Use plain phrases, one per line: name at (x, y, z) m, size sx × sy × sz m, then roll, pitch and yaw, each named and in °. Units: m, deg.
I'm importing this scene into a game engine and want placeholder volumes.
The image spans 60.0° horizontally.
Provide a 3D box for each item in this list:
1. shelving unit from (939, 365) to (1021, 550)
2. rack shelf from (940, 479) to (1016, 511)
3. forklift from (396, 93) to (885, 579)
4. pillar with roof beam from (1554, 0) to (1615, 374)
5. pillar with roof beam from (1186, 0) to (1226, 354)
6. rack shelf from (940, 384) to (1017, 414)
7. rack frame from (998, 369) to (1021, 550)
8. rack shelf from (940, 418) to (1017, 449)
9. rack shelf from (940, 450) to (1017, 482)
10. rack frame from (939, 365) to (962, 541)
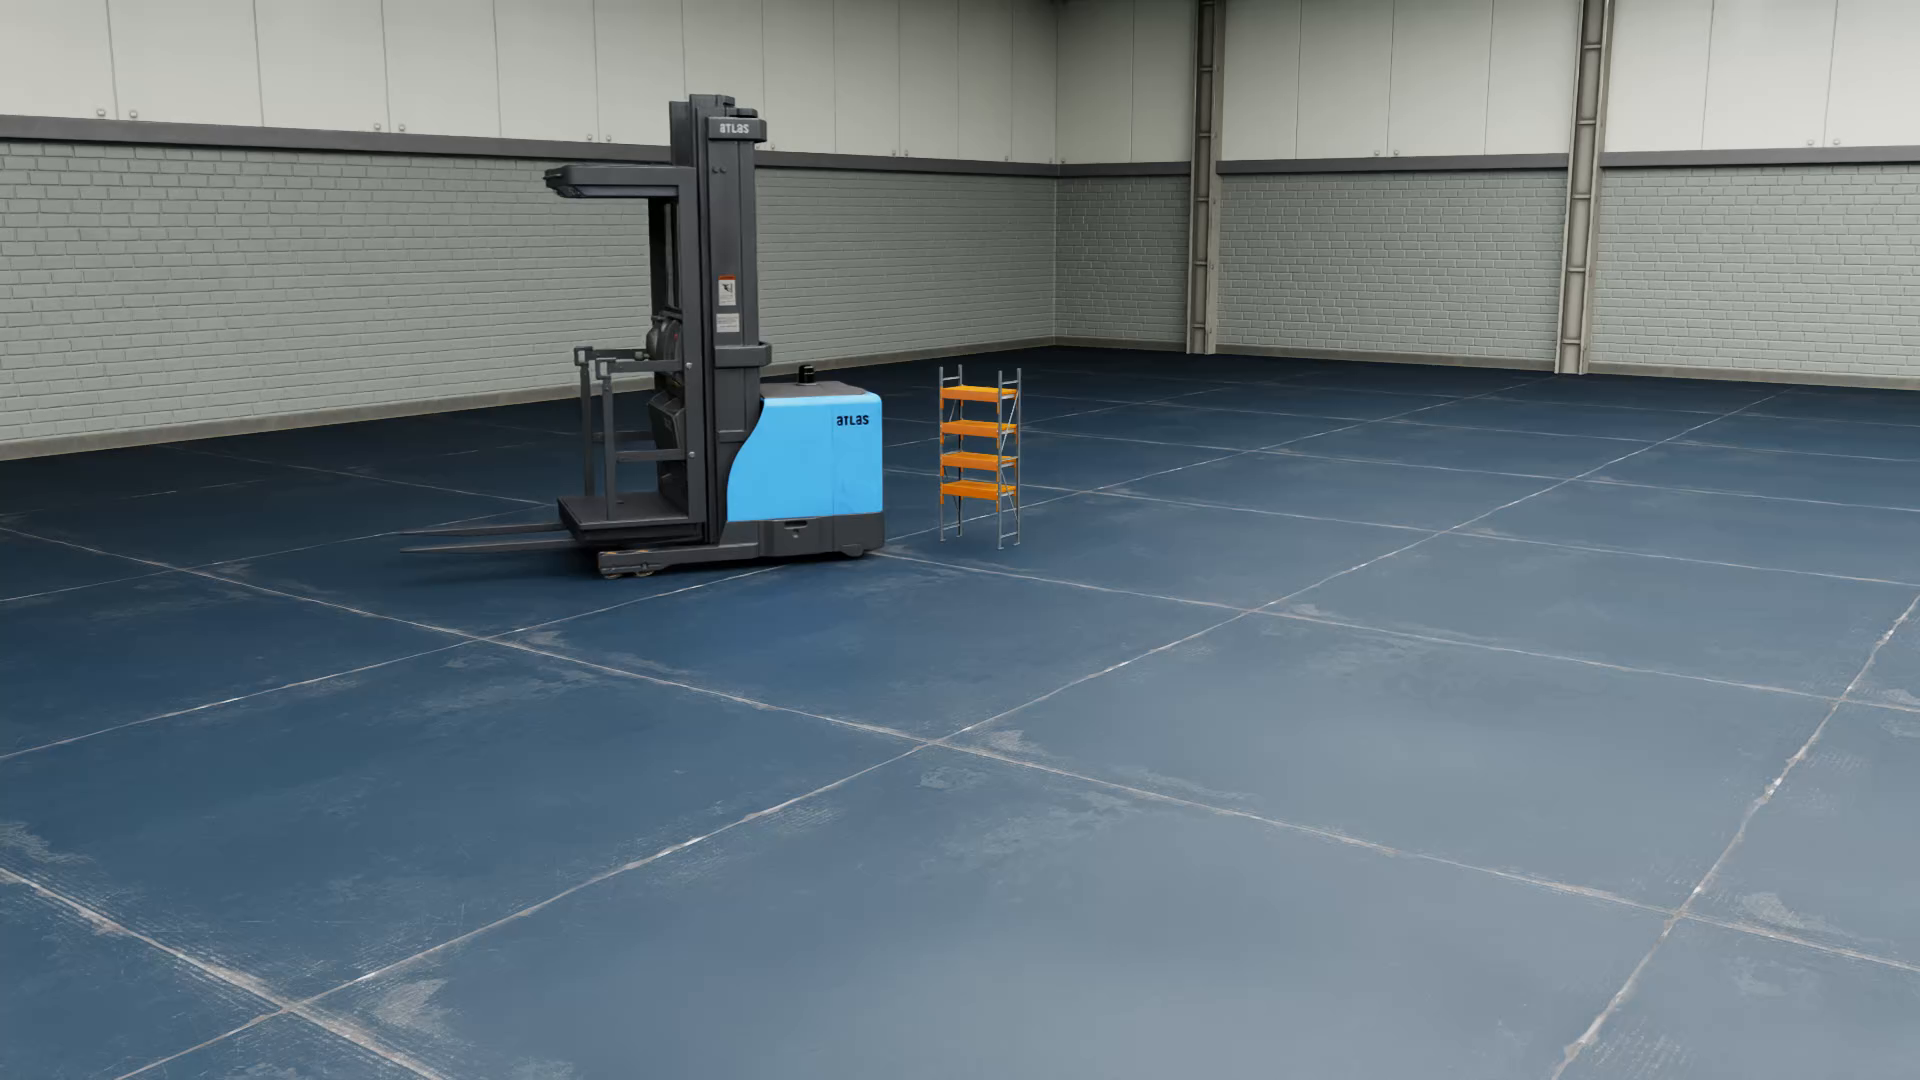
shelving unit at (0.133, -0.570, 11.320) m, size 0.503 × 1.200 × 0.258 m, roll 8°, pitch 13°, yaw 36°
rack shelf at (0.133, -0.309, 11.370) m, size 0.480 × 0.148 × 0.258 m, roll 8°, pitch 13°, yaw 36°
forklift at (-2.066, -1.312, 10.593) m, size 3.031 × 2.935 × 1.130 m, roll -4°, pitch 12°, yaw -20°
pillar with roof beam at (6.272, -6.170, 19.732) m, size 0.400 × 9.000 × 9.100 m, roll 8°, pitch 13°, yaw 36°
pillar with roof beam at (1.436, -6.845, 23.219) m, size 0.400 × 9.000 × 9.100 m, roll 8°, pitch 13°, yaw 36°
rack shelf at (0.133, -0.956, 11.245) m, size 0.480 × 0.148 × 0.258 m, roll 8°, pitch 13°, yaw 36°
rack frame at (0.330, -0.543, 11.178) m, size 0.015 × 1.200 × 0.240 m, roll 8°, pitch 13°, yaw 36°
rack shelf at (0.133, -0.724, 11.290) m, size 0.480 × 0.148 × 0.258 m, roll 8°, pitch 13°, yaw 36°
rack shelf at (0.133, -0.504, 11.332) m, size 0.480 × 0.148 × 0.258 m, roll 8°, pitch 13°, yaw 36°
rack frame at (-0.063, -0.598, 11.461) m, size 0.015 × 1.200 × 0.240 m, roll 8°, pitch 13°, yaw 36°
